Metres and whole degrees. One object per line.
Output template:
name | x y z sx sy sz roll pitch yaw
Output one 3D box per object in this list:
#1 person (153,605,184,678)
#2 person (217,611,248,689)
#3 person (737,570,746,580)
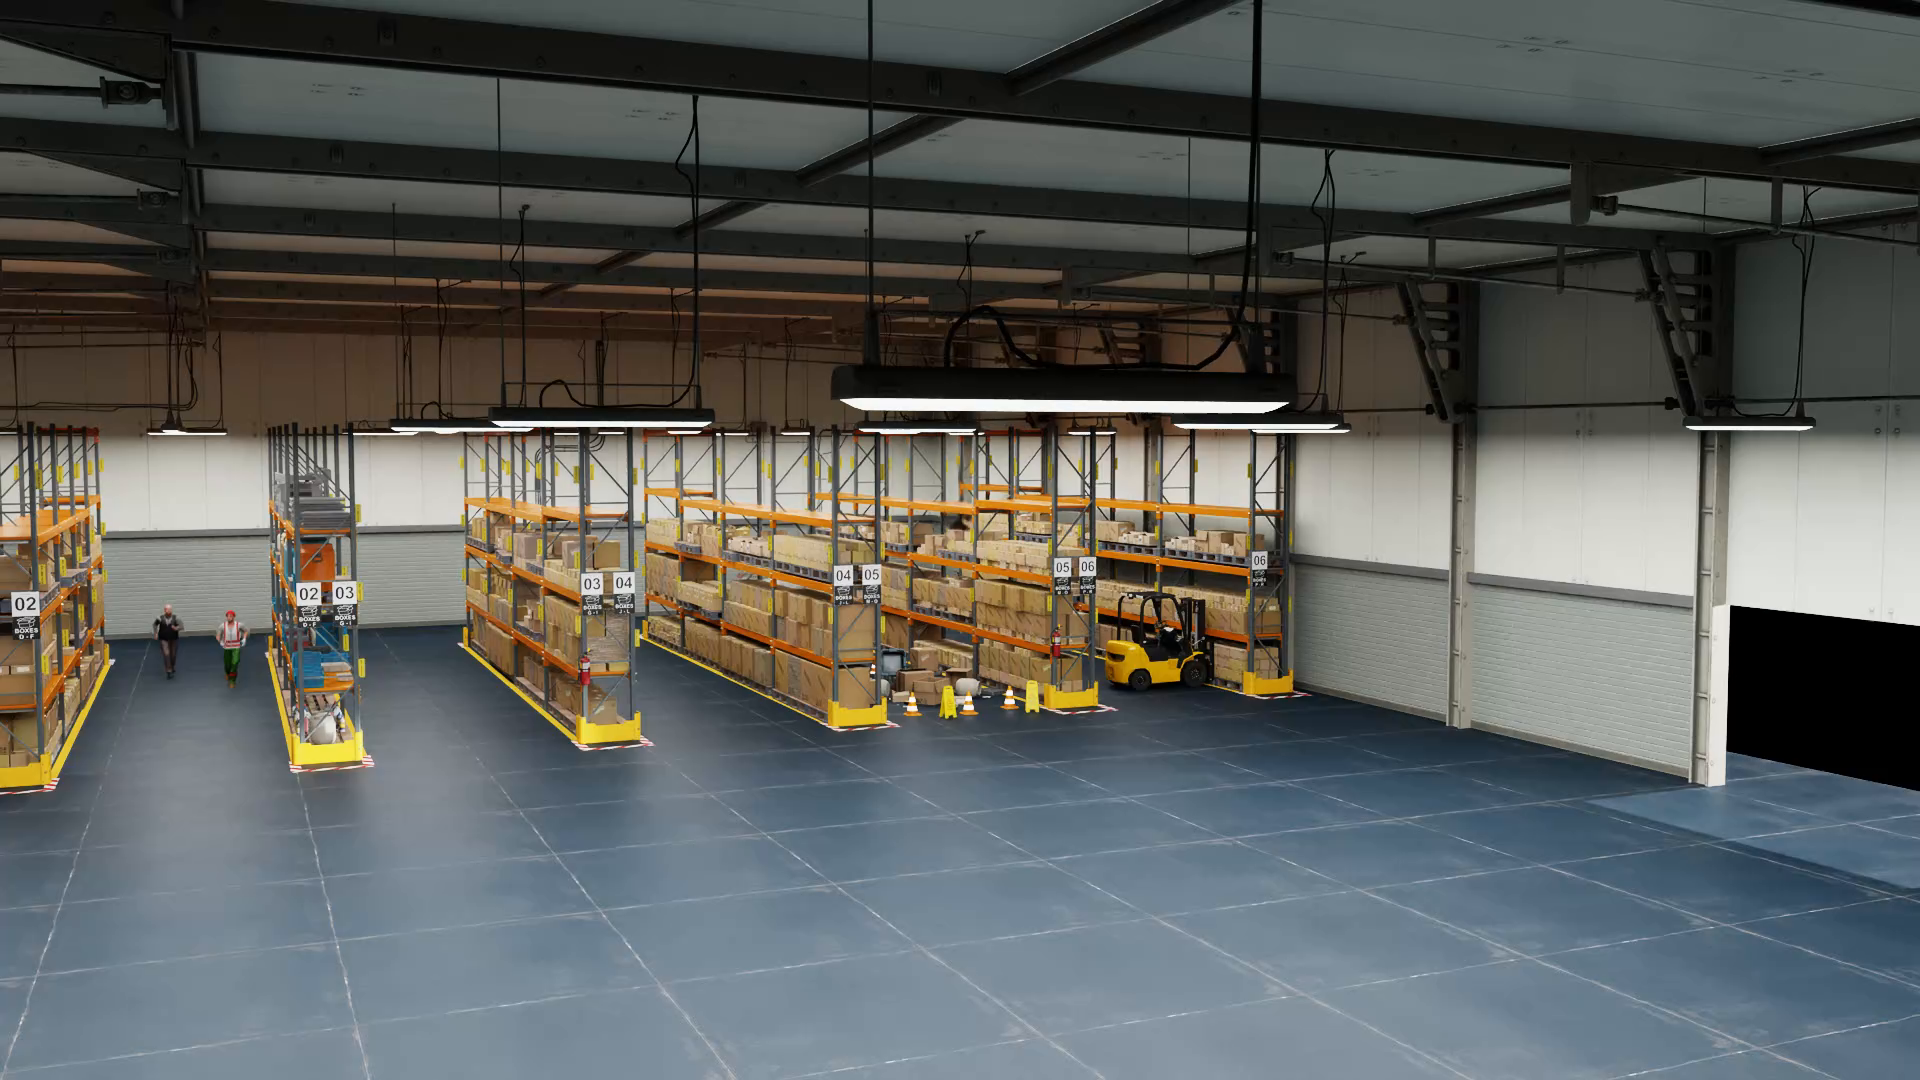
person | -18.906 2.403 39.755 0.653 1.713 0.972 -2 4 -30
person | -16.772 2.505 38.341 0.664 1.779 0.880 -1 4 -18
person | -6.599 1.764 50.118 0.973 1.778 0.662 -2 4 -36
